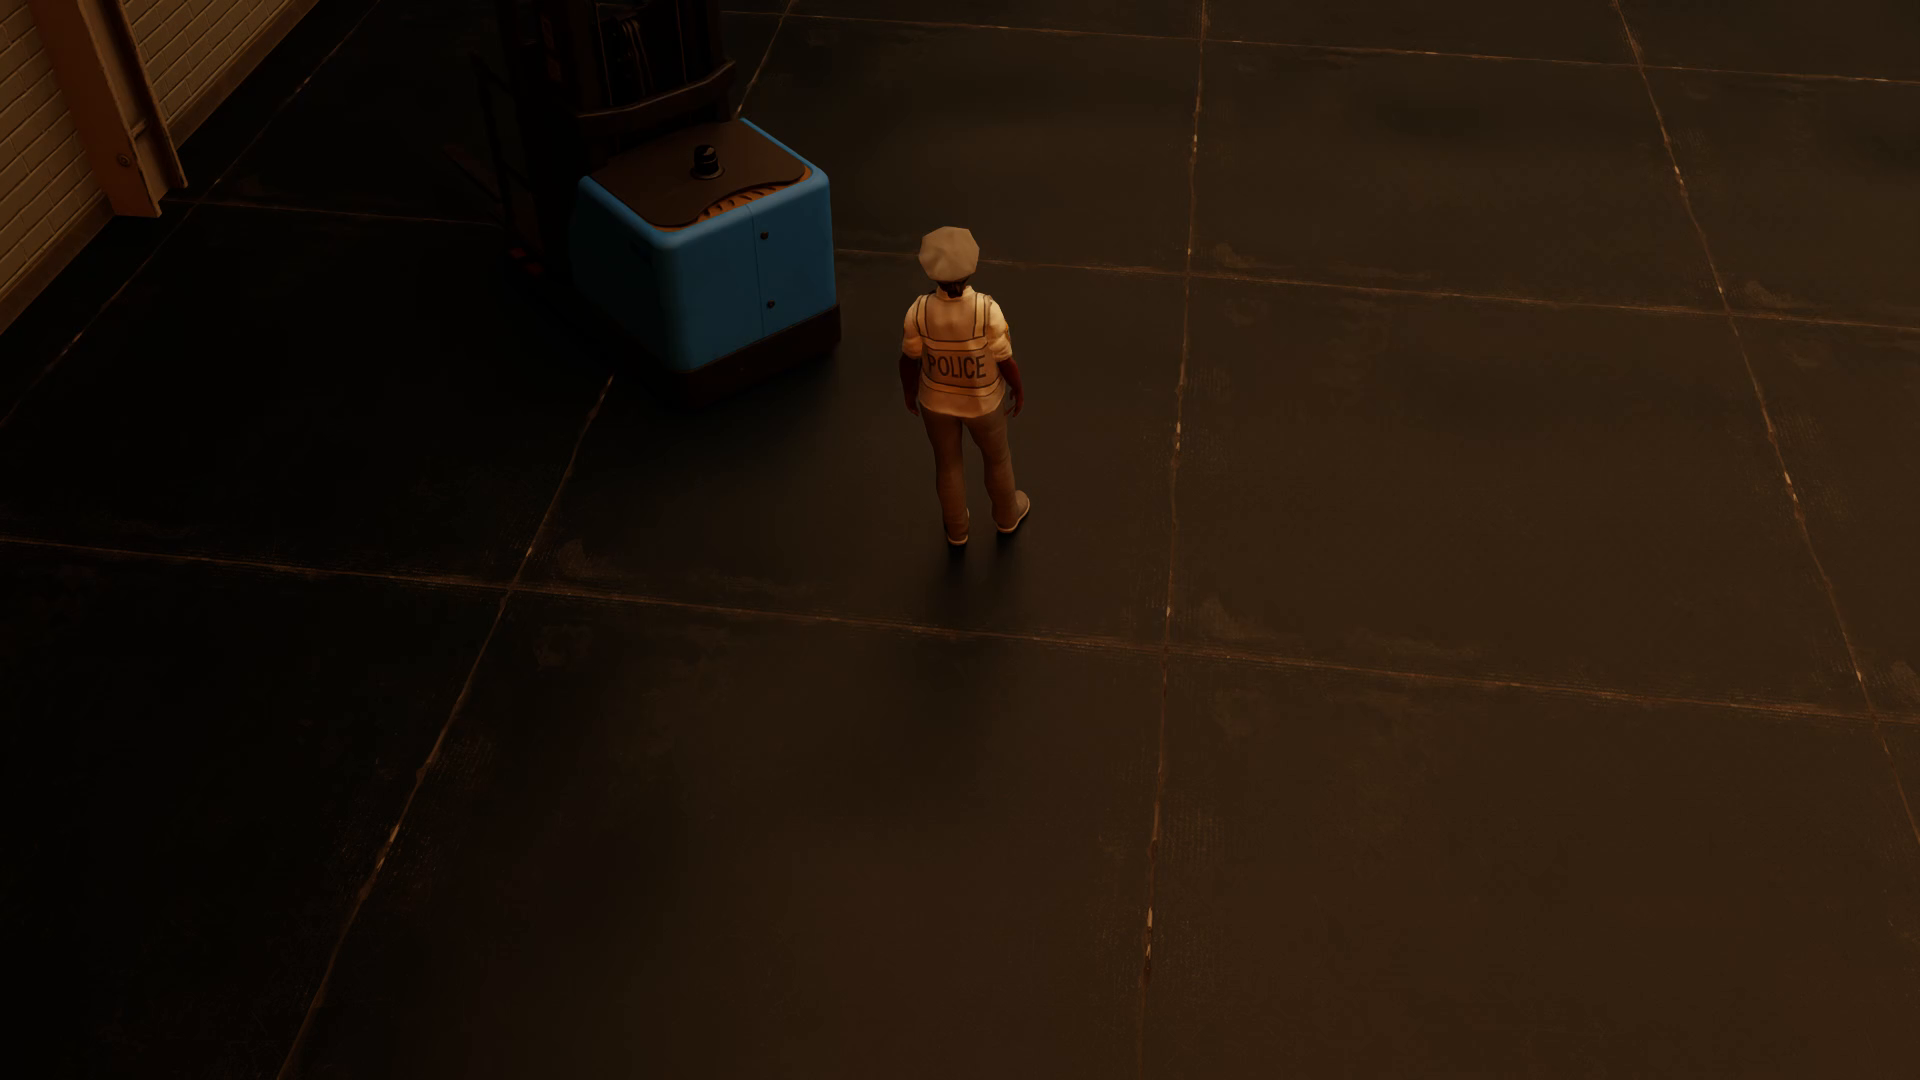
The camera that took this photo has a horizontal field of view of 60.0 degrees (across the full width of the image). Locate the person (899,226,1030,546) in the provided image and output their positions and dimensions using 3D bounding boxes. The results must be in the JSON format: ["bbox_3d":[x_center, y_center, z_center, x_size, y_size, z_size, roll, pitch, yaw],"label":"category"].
[{"bbox_3d":[0.030,-0.678,7.365,0.569,1.694,0.529,5,43,6],"label":"person"}]

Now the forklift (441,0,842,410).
[{"bbox_3d":[-1.961,-2.676,8.638,1.130,2.935,3.031,-29,50,-28],"label":"forklift"}]
